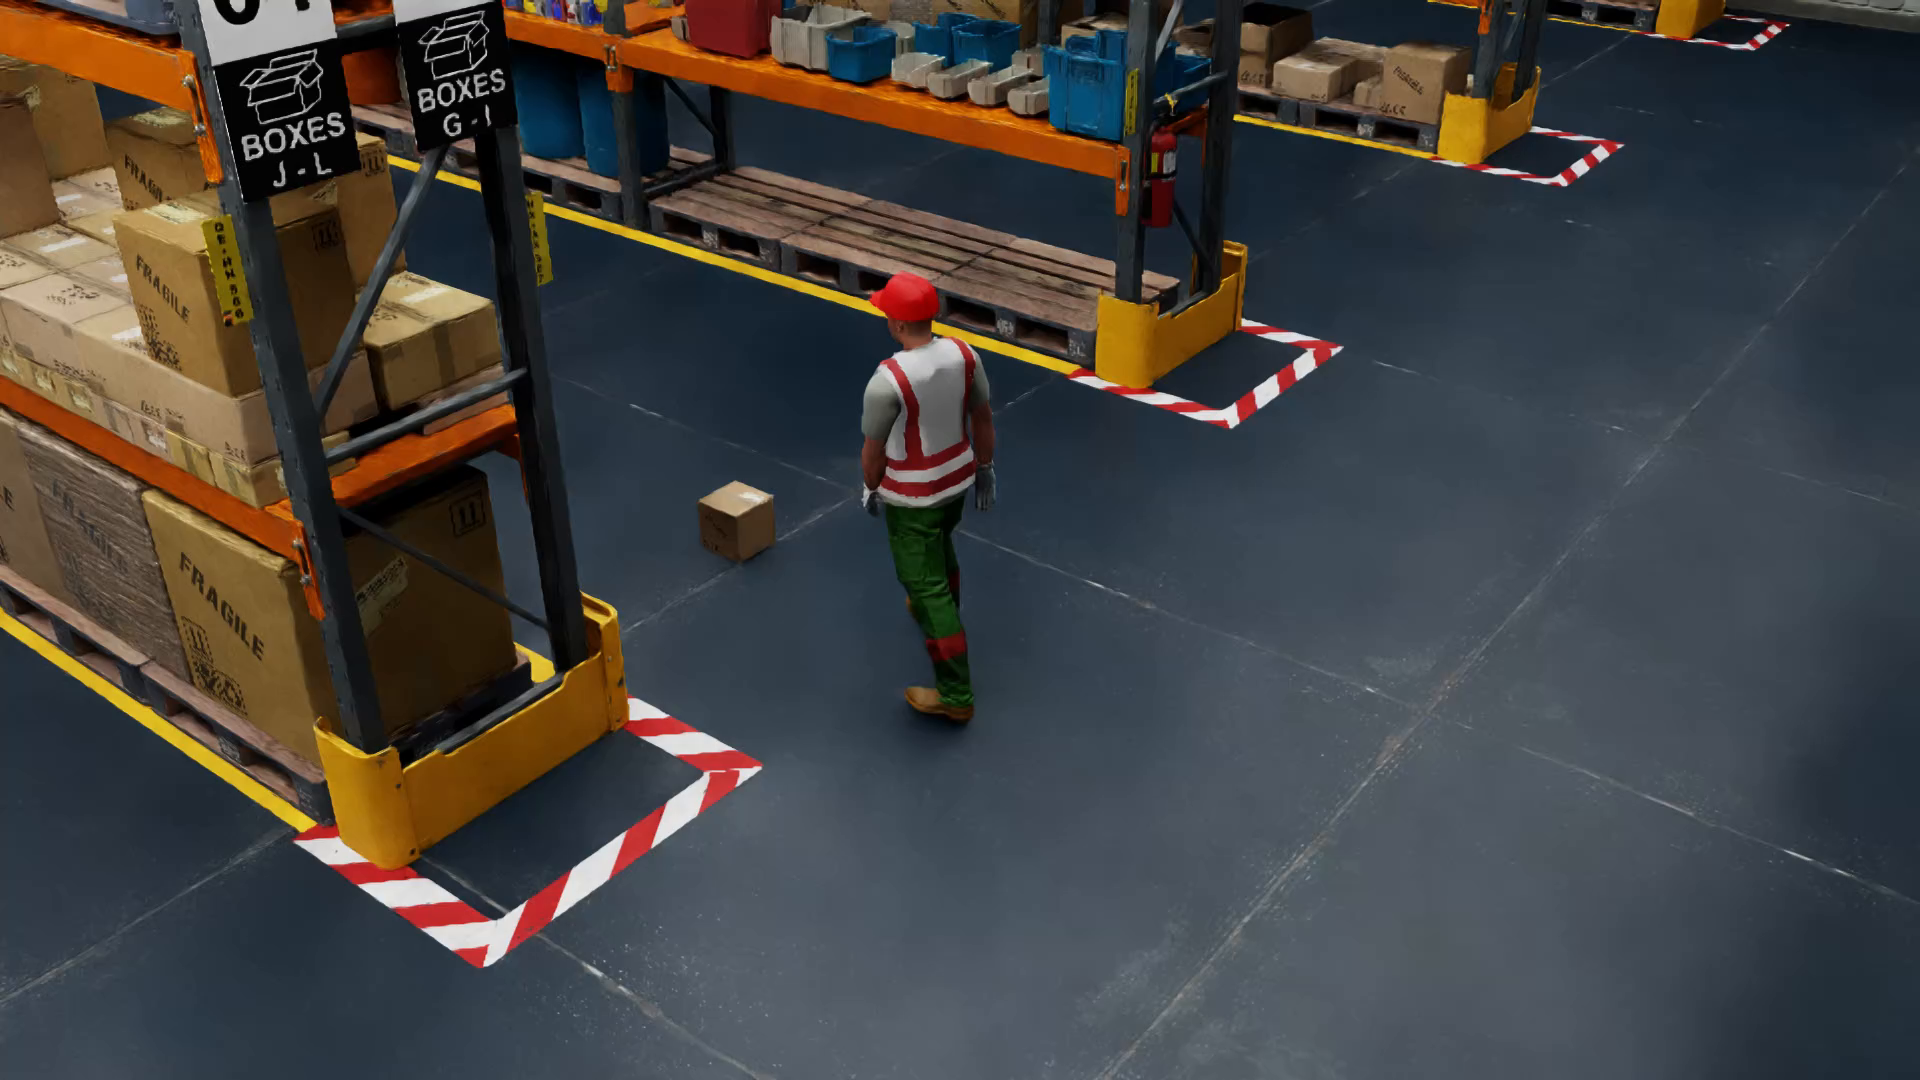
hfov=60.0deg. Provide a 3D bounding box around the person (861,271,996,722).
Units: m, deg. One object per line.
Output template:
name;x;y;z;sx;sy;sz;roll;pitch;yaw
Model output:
person;-0.119;-0.221;6.512;0.610;1.754;0.805;-26;39;-37
